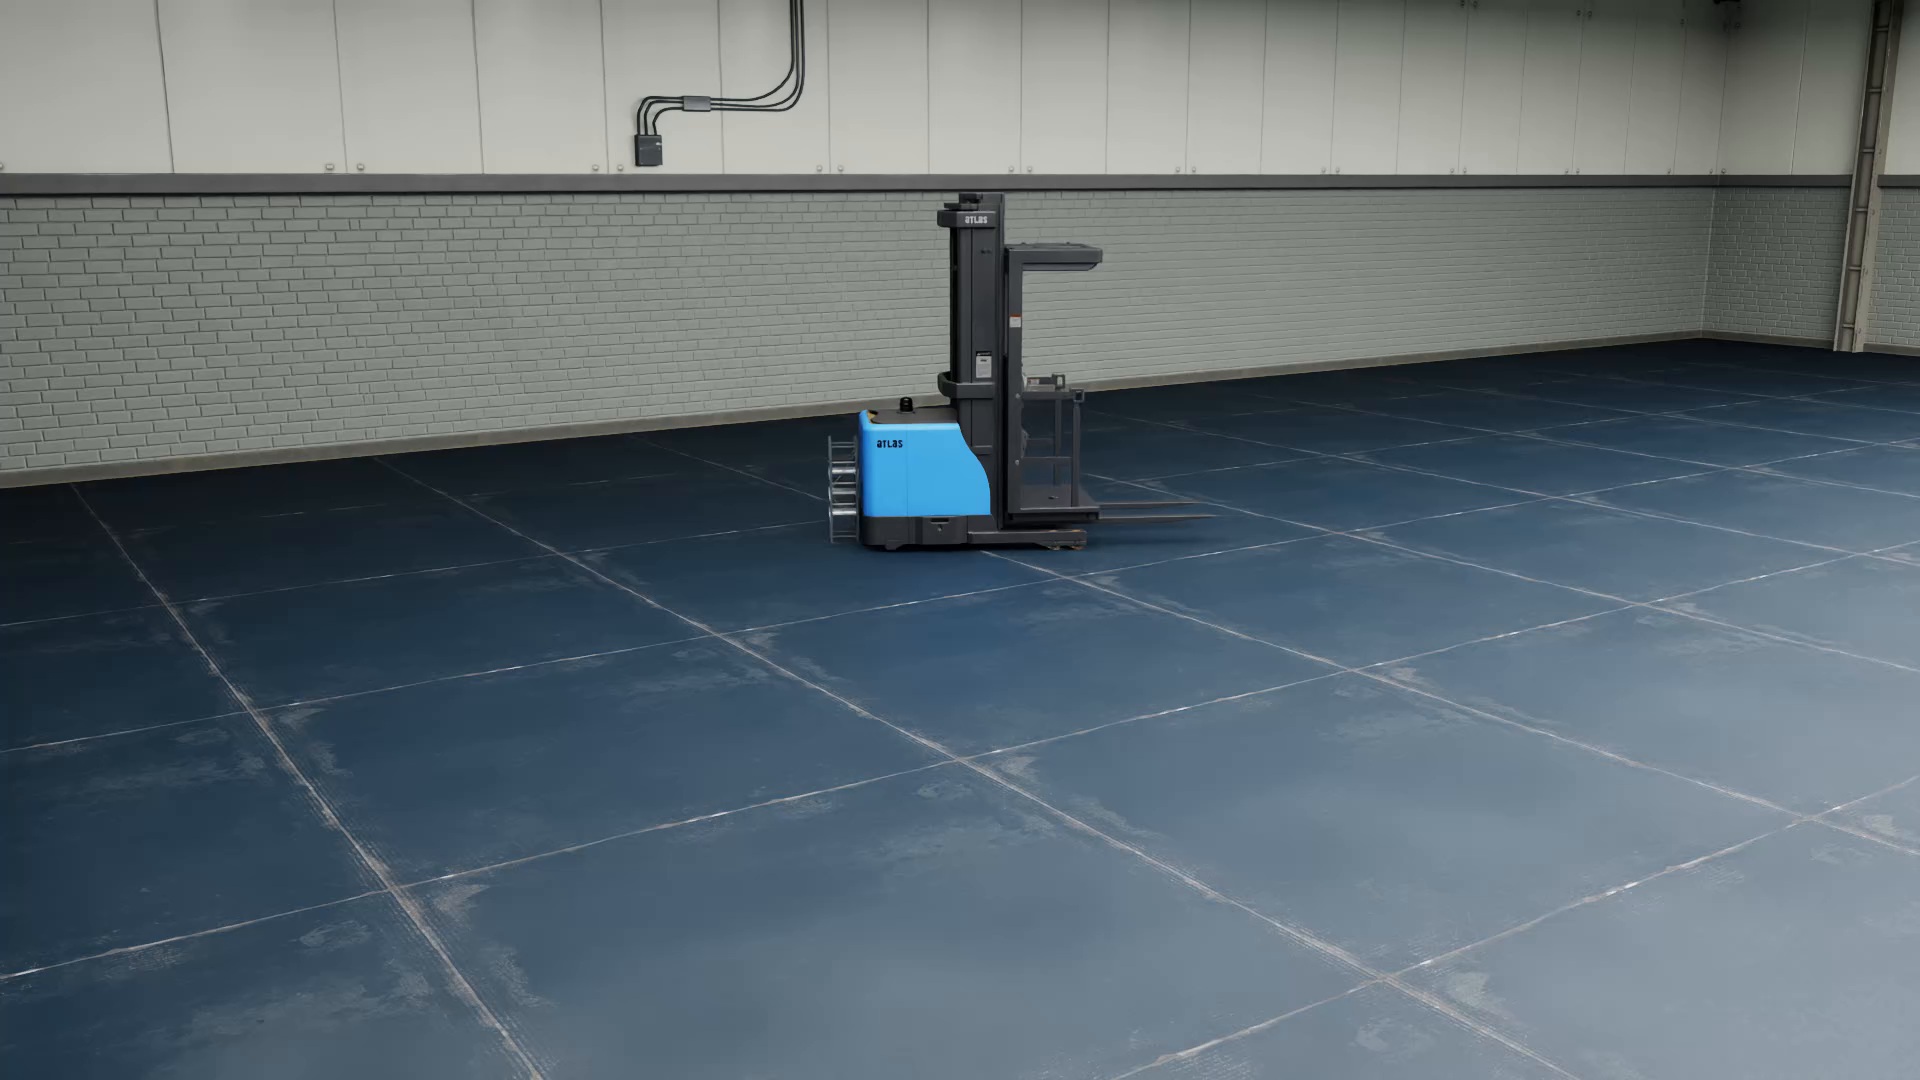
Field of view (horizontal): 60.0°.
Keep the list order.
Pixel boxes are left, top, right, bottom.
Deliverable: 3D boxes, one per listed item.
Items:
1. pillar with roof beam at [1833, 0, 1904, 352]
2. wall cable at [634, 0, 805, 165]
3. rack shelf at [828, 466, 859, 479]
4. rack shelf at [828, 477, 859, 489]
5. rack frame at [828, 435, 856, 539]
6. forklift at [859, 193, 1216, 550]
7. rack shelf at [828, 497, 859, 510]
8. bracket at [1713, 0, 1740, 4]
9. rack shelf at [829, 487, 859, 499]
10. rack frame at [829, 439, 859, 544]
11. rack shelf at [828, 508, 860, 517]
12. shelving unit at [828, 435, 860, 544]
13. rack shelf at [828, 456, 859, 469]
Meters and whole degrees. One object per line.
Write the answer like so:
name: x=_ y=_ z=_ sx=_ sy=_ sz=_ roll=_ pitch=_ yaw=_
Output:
pillar with roof beam: x=12.387 y=-7.284 z=26.607 sx=9.100 sy=9.000 sz=0.548 roll=-8 pitch=15 yaw=-33
wall cable: x=-2.872 y=-7.528 z=19.761 sx=2.305 sy=6.003 sz=0.169 roll=-8 pitch=15 yaw=-33
rack shelf: x=-0.998 y=-0.577 z=14.207 sx=0.258 sy=0.077 sz=0.200 roll=-1 pitch=12 yaw=-7
rack shelf: x=-0.998 y=-0.489 z=14.226 sx=0.258 sy=0.077 sz=0.200 roll=-1 pitch=12 yaw=-7
rack frame: x=-1.009 y=-0.455 z=14.337 sx=0.240 sy=0.900 sz=0.006 roll=-1 pitch=12 yaw=-7
forklift: x=0.654 y=-1.459 z=14.173 sx=3.031 sy=2.935 sz=1.130 roll=-1 pitch=12 yaw=-5
rack shelf: x=-0.998 y=-0.313 z=14.264 sx=0.258 sy=0.077 sz=0.200 roll=-1 pitch=12 yaw=-7
bracket: x=14.132 y=-10.005 z=30.625 sx=0.235 sy=0.232 sz=0.430 roll=-8 pitch=15 yaw=-33
rack shelf: x=-0.998 y=-0.401 z=14.245 sx=0.258 sy=0.077 sz=0.200 roll=-1 pitch=12 yaw=-7
rack frame: x=-0.986 y=-0.412 z=14.139 sx=0.240 sy=0.900 sz=0.006 roll=-1 pitch=12 yaw=-7
rack shelf: x=-0.998 y=-0.225 z=14.284 sx=0.258 sy=0.077 sz=0.200 roll=-1 pitch=12 yaw=-7
shelving unit: x=-0.998 y=-0.434 z=14.238 sx=0.258 sy=0.900 sz=0.210 roll=-1 pitch=12 yaw=-7
rack shelf: x=-0.998 y=-0.665 z=14.188 sx=0.258 sy=0.077 sz=0.200 roll=-1 pitch=12 yaw=-7
